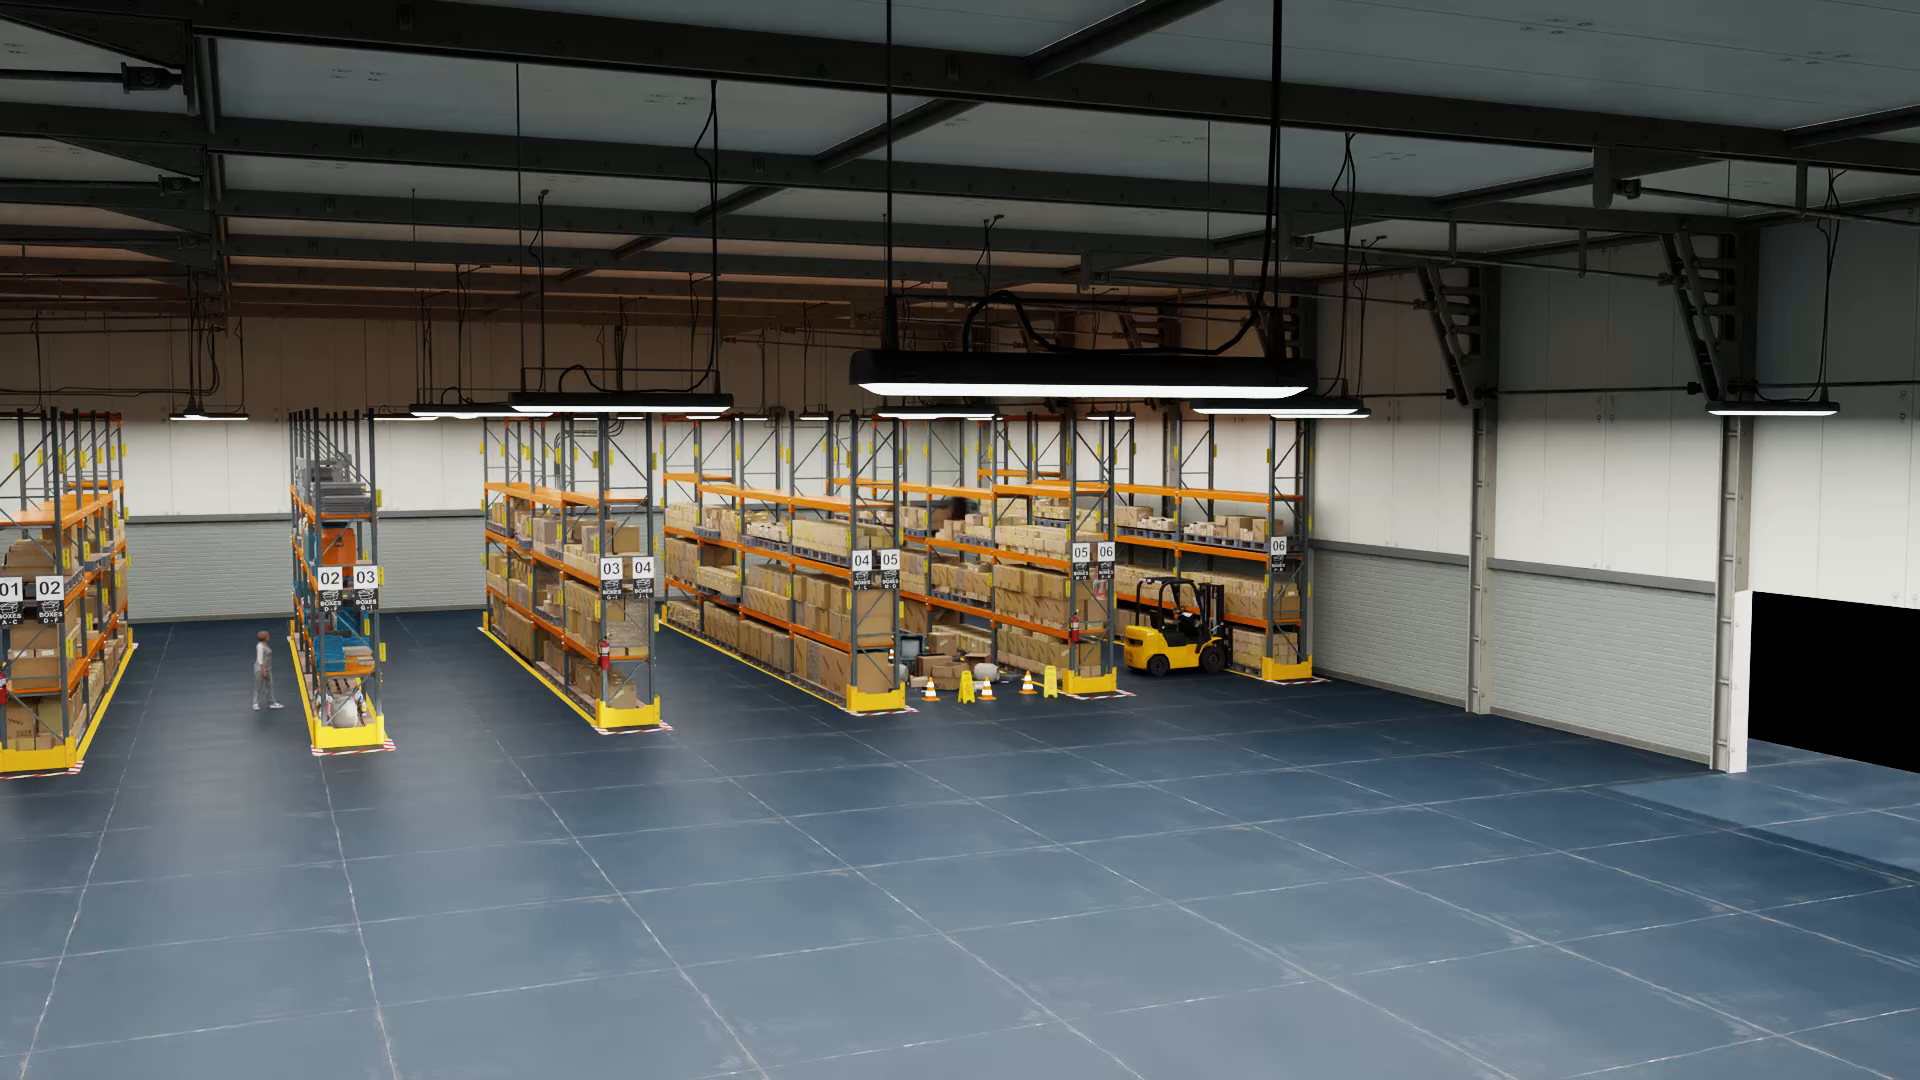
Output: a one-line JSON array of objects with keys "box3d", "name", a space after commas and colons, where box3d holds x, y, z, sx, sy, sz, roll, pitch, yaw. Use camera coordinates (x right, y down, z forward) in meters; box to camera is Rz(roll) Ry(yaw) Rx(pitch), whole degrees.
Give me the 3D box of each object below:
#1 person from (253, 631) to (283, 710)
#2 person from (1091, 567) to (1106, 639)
[{"box3d": [-13.932, 2.600, 33.292, 0.566, 1.584, 0.436, 1, 4, 11], "name": "person"}, {"box3d": [3.447, 1.606, 42.093, 0.606, 1.870, 0.497, -3, 5, -36], "name": "person"}]
